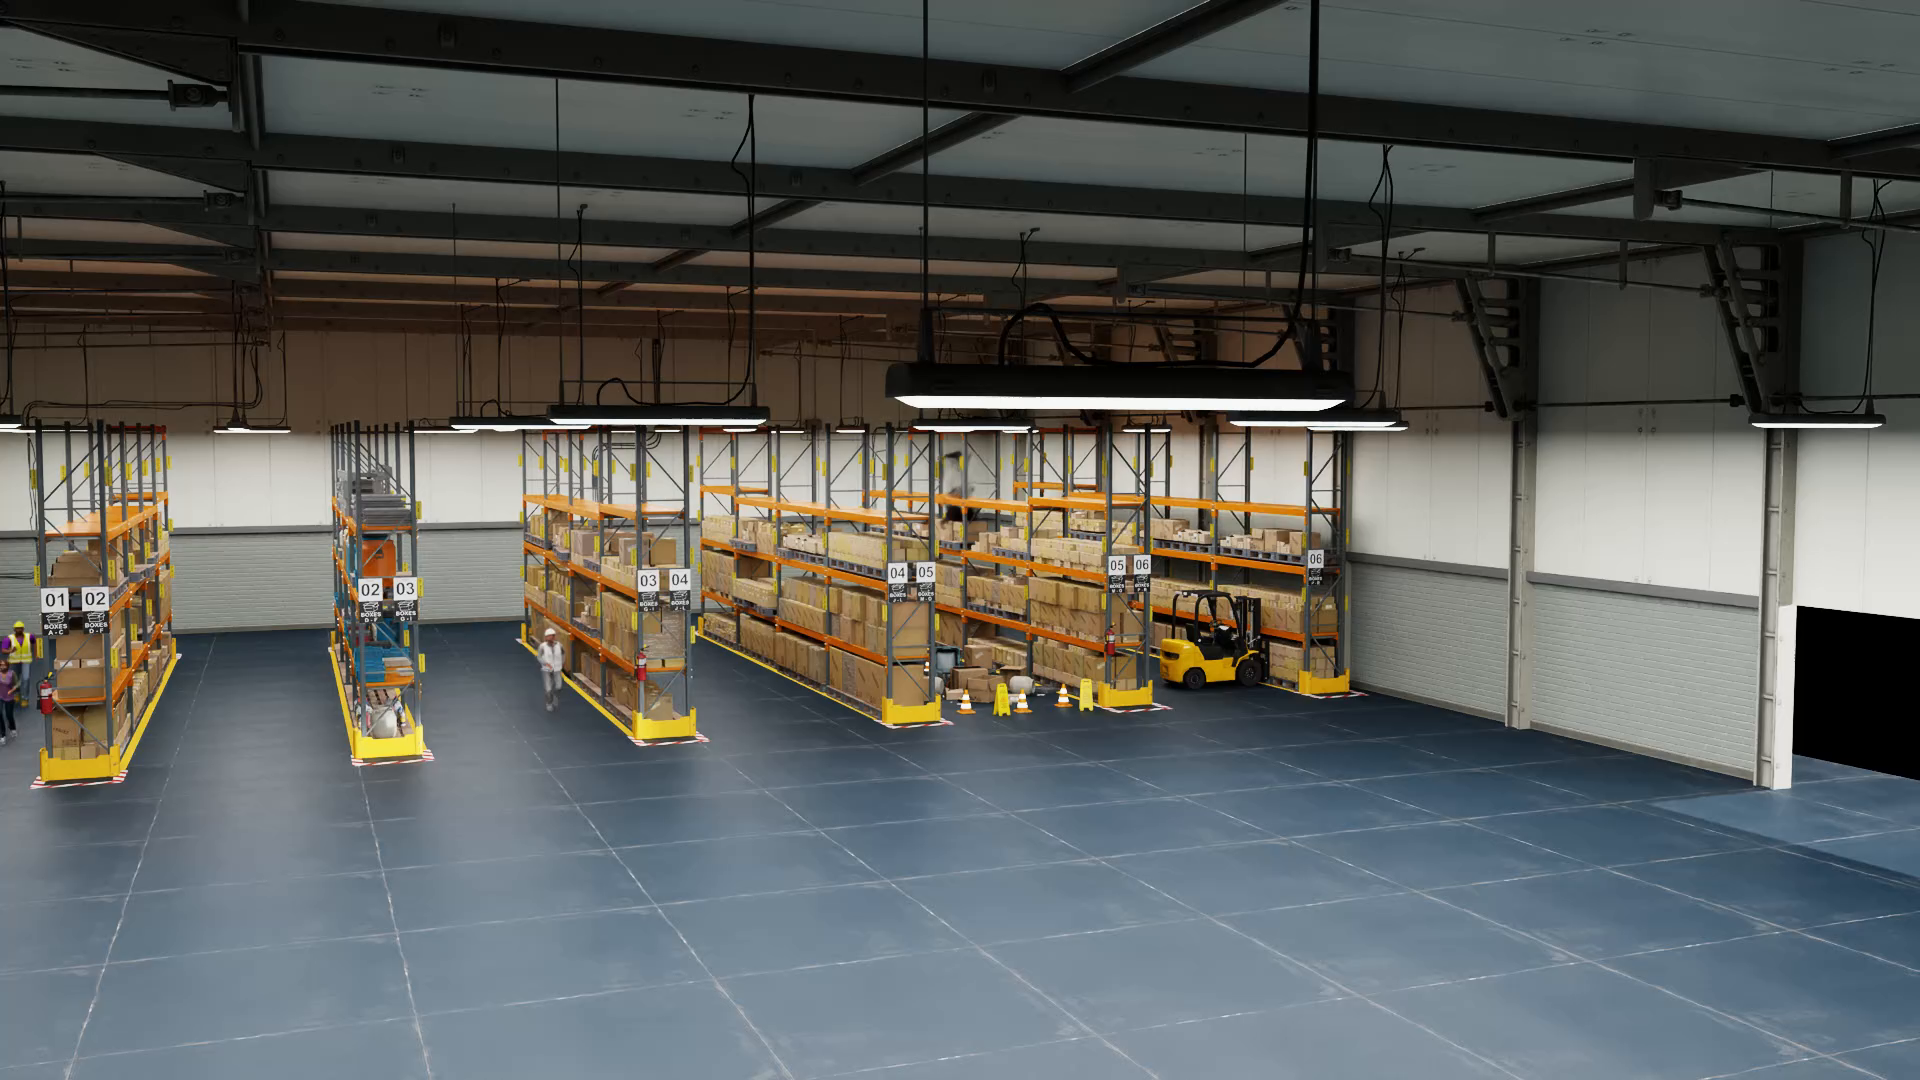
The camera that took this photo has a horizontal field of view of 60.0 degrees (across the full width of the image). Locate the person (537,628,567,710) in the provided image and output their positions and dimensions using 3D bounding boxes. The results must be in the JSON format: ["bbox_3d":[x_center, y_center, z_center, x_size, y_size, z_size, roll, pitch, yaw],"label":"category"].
[{"bbox_3d":[-8.463,2.696,34.542,0.640,1.726,0.662,-2,4,-26],"label":"person"}]

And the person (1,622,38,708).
[{"bbox_3d":[-19.917,2.609,35.229,0.688,1.781,0.950,-2,4,-32],"label":"person"}]

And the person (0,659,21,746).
[{"bbox_3d":[-17.865,2.992,31.093,0.566,1.589,0.841,-2,4,-25],"label":"person"}]
